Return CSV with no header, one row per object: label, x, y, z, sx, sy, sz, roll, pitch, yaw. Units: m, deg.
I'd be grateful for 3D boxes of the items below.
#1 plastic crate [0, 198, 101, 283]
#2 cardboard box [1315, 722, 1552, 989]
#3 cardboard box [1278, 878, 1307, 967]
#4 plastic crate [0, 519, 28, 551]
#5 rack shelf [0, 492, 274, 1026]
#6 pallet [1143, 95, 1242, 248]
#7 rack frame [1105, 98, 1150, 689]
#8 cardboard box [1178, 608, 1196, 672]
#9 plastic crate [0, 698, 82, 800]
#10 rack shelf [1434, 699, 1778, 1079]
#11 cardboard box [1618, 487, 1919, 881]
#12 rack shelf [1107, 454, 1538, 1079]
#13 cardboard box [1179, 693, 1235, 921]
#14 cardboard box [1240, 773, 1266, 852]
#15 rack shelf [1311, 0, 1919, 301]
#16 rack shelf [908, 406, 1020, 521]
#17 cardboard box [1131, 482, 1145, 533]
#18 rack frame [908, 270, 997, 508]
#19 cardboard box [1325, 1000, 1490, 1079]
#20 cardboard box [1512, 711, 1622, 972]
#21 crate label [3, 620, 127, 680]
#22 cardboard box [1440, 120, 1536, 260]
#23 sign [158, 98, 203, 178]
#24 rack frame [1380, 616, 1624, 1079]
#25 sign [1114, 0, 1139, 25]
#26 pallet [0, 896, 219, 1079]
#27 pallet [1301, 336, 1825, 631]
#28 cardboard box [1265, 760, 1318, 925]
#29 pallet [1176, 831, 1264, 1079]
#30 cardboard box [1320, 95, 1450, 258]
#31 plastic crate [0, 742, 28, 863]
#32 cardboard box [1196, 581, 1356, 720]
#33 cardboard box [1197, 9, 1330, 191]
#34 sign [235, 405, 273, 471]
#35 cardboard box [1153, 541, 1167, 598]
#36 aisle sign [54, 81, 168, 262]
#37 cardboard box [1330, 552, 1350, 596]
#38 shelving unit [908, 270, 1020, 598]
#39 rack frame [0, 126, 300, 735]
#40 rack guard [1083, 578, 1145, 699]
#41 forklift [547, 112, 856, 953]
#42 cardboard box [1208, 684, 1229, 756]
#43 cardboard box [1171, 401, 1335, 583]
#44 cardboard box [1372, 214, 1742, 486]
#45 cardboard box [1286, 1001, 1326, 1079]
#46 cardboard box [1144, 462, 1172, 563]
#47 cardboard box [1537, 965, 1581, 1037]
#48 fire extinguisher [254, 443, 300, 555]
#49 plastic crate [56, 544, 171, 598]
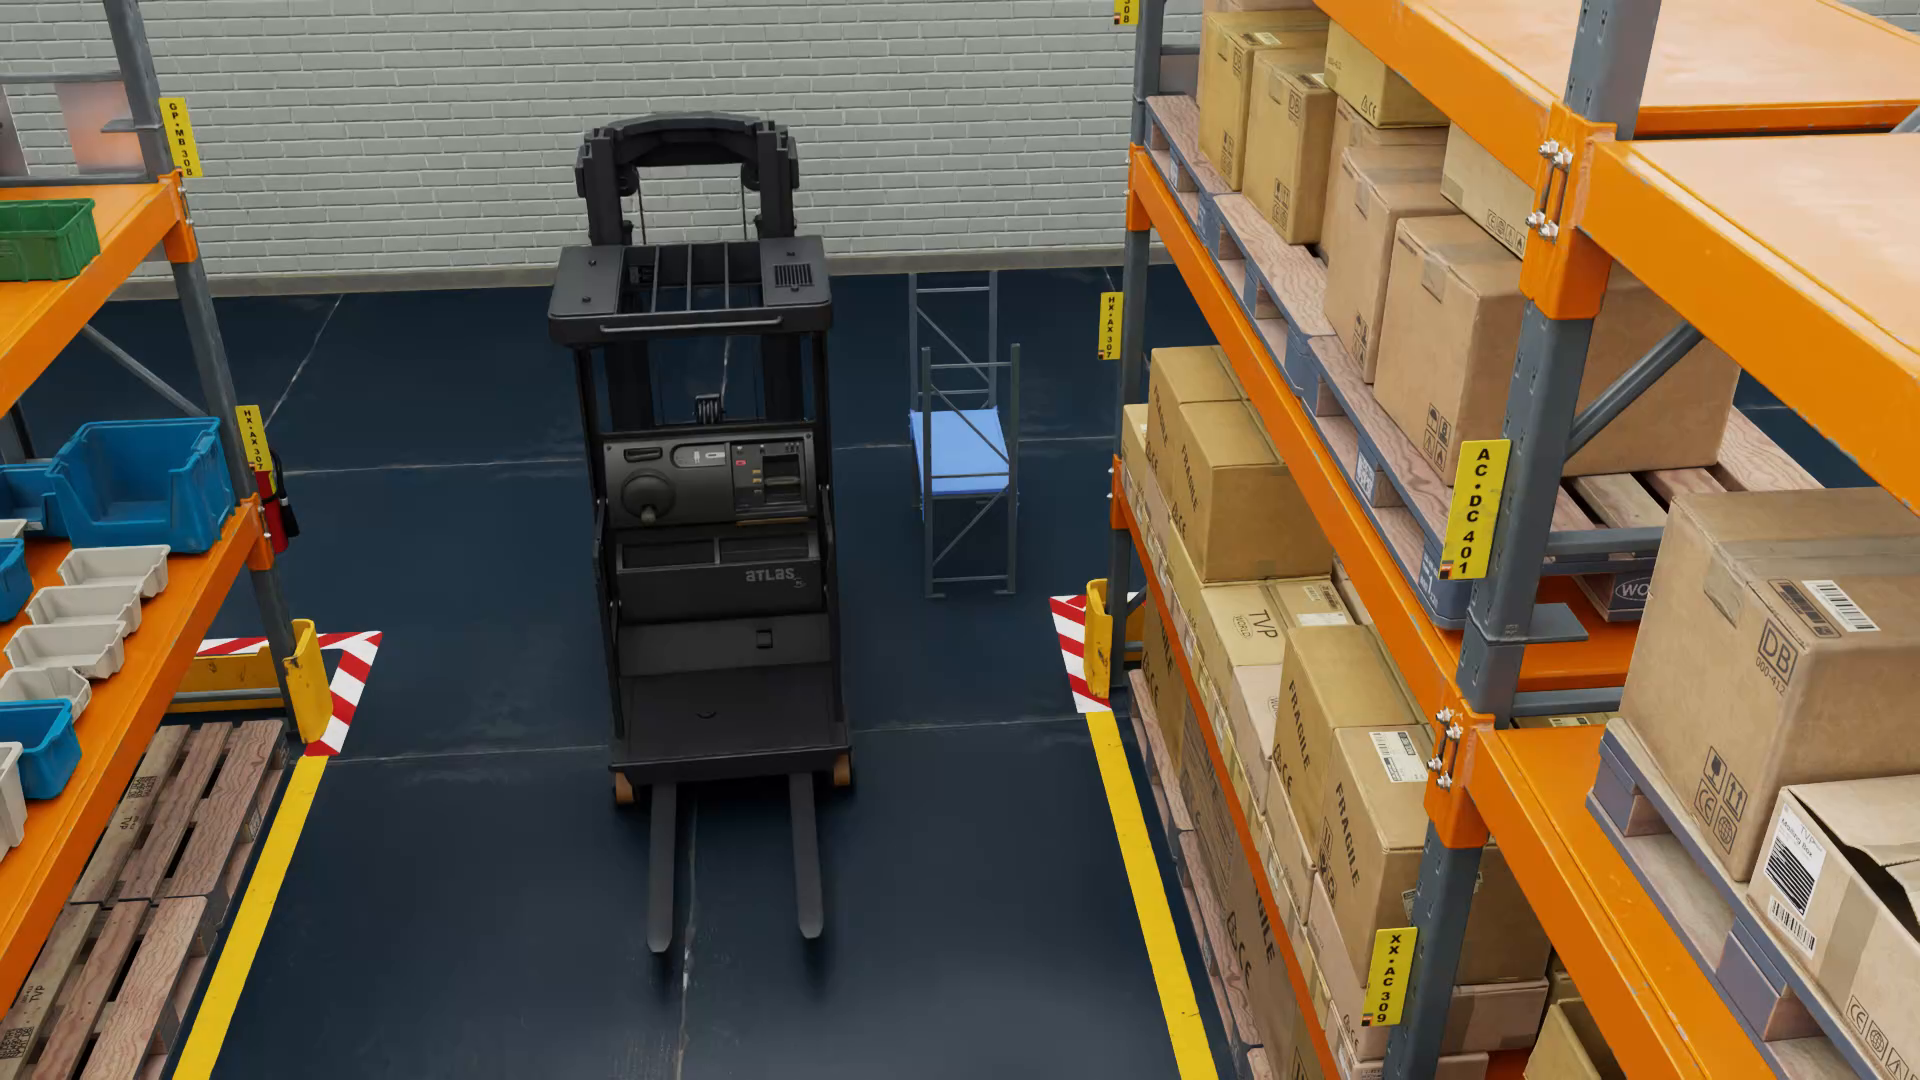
plastic crate,-3.320,-1.055,5.872,0.450,0.188,0.336,-3,31,-5
cardboard box,1.299,0.850,4.527,0.500,0.500,0.500,-2,31,-3
cardboard box,1.206,1.163,5.124,0.380,0.149,0.250,-3,31,-5
plastic crate,-4.054,0.049,6.941,0.250,0.136,0.298,-3,31,-5
rack shelf,-3.510,0.982,5.882,1.077,0.370,4.000,-3,31,-5
pallet,1.314,-1.456,6.425,1.003,0.211,1.213,-3,31,-5
rack frame,1.235,-0.585,7.805,1.000,3.000,0.127,-3,31,-5
cardboard box,1.062,0.376,6.440,0.380,0.149,0.250,-3,31,-5
plastic crate,-3.249,0.735,5.700,0.416,0.233,0.300,-3,31,-5
rack shelf,1.795,1.499,2.091,1.077,0.370,4.000,-3,31,-5
cardboard box,1.673,0.242,2.988,0.700,0.500,0.500,-2,31,-3
rack shelf,1.422,0.745,6.280,1.077,0.370,4.000,-3,31,-5
cardboard box,1.459,0.934,6.923,0.875,0.875,0.875,-3,31,-5
cardboard box,1.157,0.900,5.564,0.380,0.149,0.250,-2,31,-4
rack shelf,1.422,-1.659,4.844,1.077,0.370,4.000,-3,31,-5
rack shelf,0.008,-0.446,9.385,0.538,0.185,1.000,-3,31,-5
cardboard box,0.965,-0.149,7.320,0.380,0.149,0.250,-3,31,-5
rack frame,-0.040,-0.860,9.727,0.500,1.500,0.032,-3,31,-5
cardboard box,1.254,1.425,4.684,0.380,0.149,0.250,-3,31,-4
cardboard box,1.818,0.815,4.585,0.500,0.500,0.500,-3,31,-5
crate label,-3.377,0.437,6.292,0.396,0.136,0.243,-3,31,-5
cardboard box,1.527,-0.899,4.070,0.500,0.250,0.500,-5,31,-8
sign,-3.150,-1.625,6.723,0.100,0.325,0.005,-3,31,-5
rack frame,1.608,1.457,4.386,1.000,3.000,0.127,-3,31,-5
sign,0.682,-2.258,6.752,0.100,0.325,0.005,-3,31,-5
pallet,-3.547,1.894,6.374,1.003,0.211,1.213,-3,31,-5
pallet,1.542,-0.211,4.339,1.003,0.211,1.213,-3,31,-5
cardboard box,1.255,0.917,5.146,0.500,0.250,0.500,-2,31,-3
pallet,1.498,1.638,6.802,1.003,0.211,1.213,-3,31,-5
cardboard box,1.522,-1.042,5.040,0.700,0.500,0.500,-1,31,-2
plastic crate,-3.282,0.931,5.323,0.437,0.282,0.530,-3,31,-5
cardboard box,1.163,0.398,6.016,0.500,0.250,0.500,-3,31,-6
cardboard box,1.269,-1.583,5.946,0.700,0.500,0.500,-4,31,-6
sign,-3.150,-0.452,7.424,0.100,0.325,0.005,-3,31,-5
cardboard box,1.015,0.115,6.878,0.380,0.149,0.250,-3,31,-5
aisle sign,-3.412,-1.515,6.826,0.394,0.787,0.004,-3,31,-5
cardboard box,1.639,0.105,6.505,0.500,0.250,0.500,-4,31,-6
shelving unit,0.008,-0.600,9.293,0.538,1.500,1.048,-3,31,-5
rack frame,-3.697,-0.348,7.407,1.000,3.000,0.127,-3,31,-5
rack guard,1.233,0.476,8.466,1.175,0.500,0.348,-3,31,-5
forklift,-1.086,-0.226,7.270,1.130,2.935,3.031,-4,31,-6
cardboard box,1.111,0.639,6.001,0.380,0.149,0.250,-2,31,-4
cardboard box,1.112,-0.193,6.273,0.500,0.500,0.500,-4,31,-6
cardboard box,1.476,-0.493,4.122,0.700,0.500,0.500,-5,31,-8
cardboard box,1.626,1.848,5.393,0.875,0.875,0.875,-3,31,-5
cardboard box,1.066,-0.125,6.891,0.500,0.250,0.500,-3,31,-5
cardboard box,1.825,1.141,4.770,0.500,0.250,0.500,-3,31,-5
fire extinguisher,-3.258,-0.253,7.688,0.296,0.674,0.183,-3,31,-5
plastic crate,-3.440,0.147,6.777,0.396,0.136,0.243,-3,31,-5
